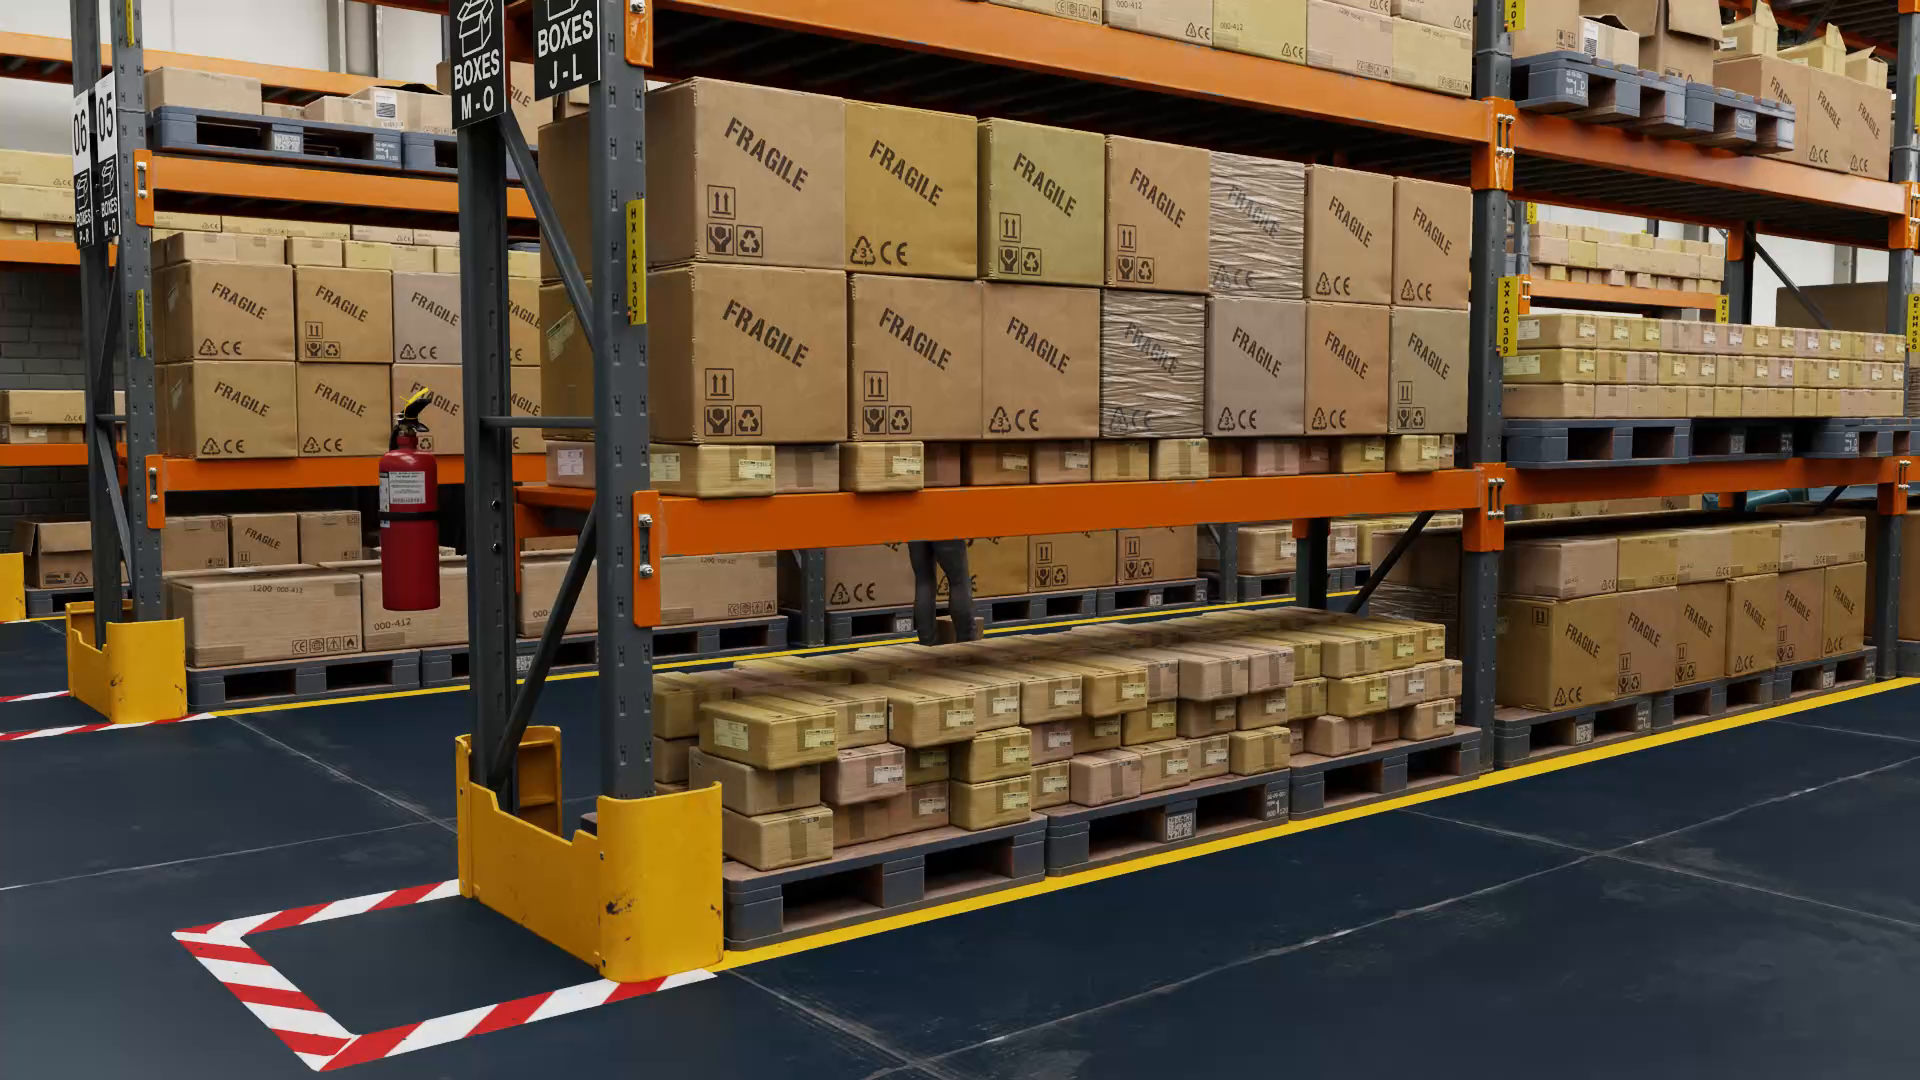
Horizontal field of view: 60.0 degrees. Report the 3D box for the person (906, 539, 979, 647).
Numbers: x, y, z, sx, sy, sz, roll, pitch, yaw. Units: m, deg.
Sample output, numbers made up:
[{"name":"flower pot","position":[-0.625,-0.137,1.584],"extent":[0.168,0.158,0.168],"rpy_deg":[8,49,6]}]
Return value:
[{"name":"person","position":[-0.104,-0.079,10.208],"extent":[0.570,1.654,0.504],"rpy_deg":[3,6,37]}]
